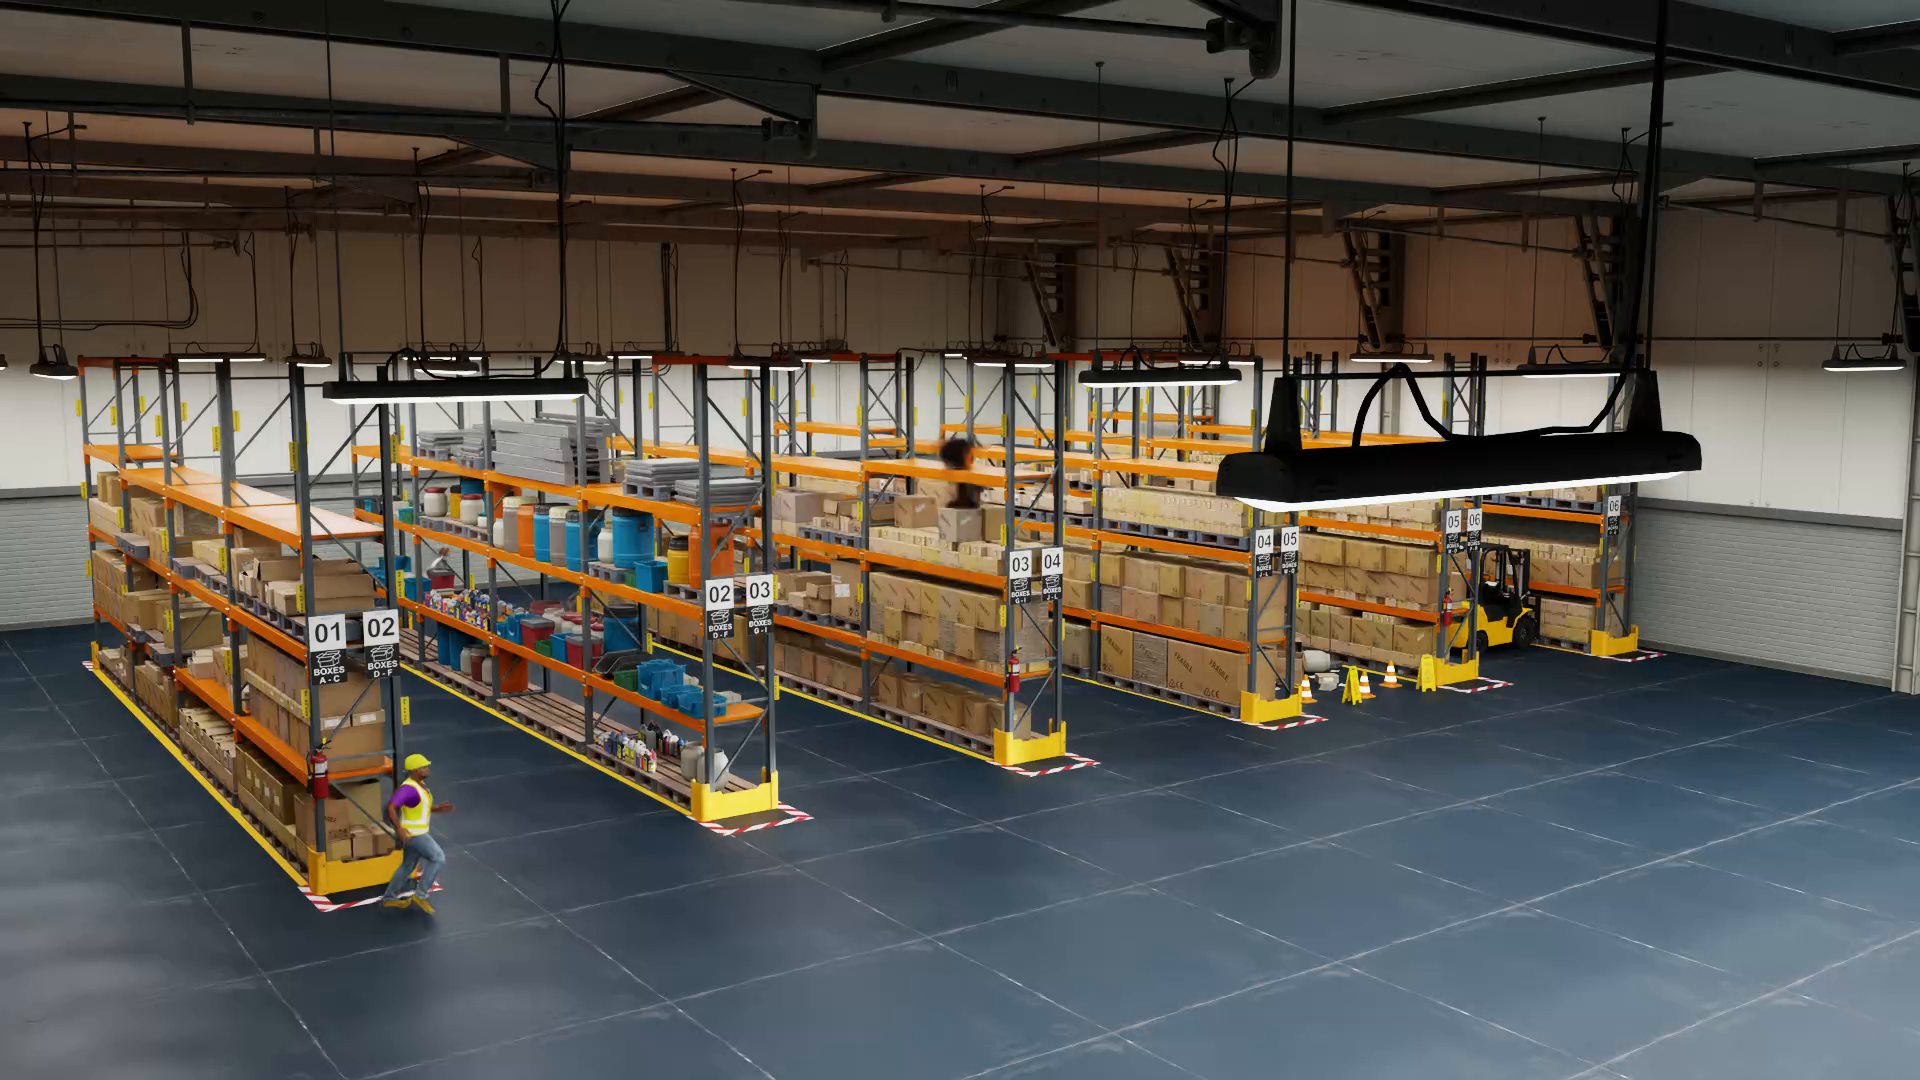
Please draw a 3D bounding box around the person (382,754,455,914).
[{"bbox_3d":[-5.978,3.248,18.330,0.813,1.794,0.678,-2,7,-15],"label":"person"}]

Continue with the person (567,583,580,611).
[{"bbox_3d":[-8.854,0.853,38.660,0.546,1.594,0.573,-4,8,-31],"label":"person"}]

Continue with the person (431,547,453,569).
[{"bbox_3d":[-12.055,0.922,38.533,0.659,1.527,0.517,-3,8,-25],"label":"person"}]

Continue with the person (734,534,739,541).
[{"bbox_3d":[-5.650,0.575,40.366,0.736,1.721,0.997,2,7,13],"label":"person"}]
